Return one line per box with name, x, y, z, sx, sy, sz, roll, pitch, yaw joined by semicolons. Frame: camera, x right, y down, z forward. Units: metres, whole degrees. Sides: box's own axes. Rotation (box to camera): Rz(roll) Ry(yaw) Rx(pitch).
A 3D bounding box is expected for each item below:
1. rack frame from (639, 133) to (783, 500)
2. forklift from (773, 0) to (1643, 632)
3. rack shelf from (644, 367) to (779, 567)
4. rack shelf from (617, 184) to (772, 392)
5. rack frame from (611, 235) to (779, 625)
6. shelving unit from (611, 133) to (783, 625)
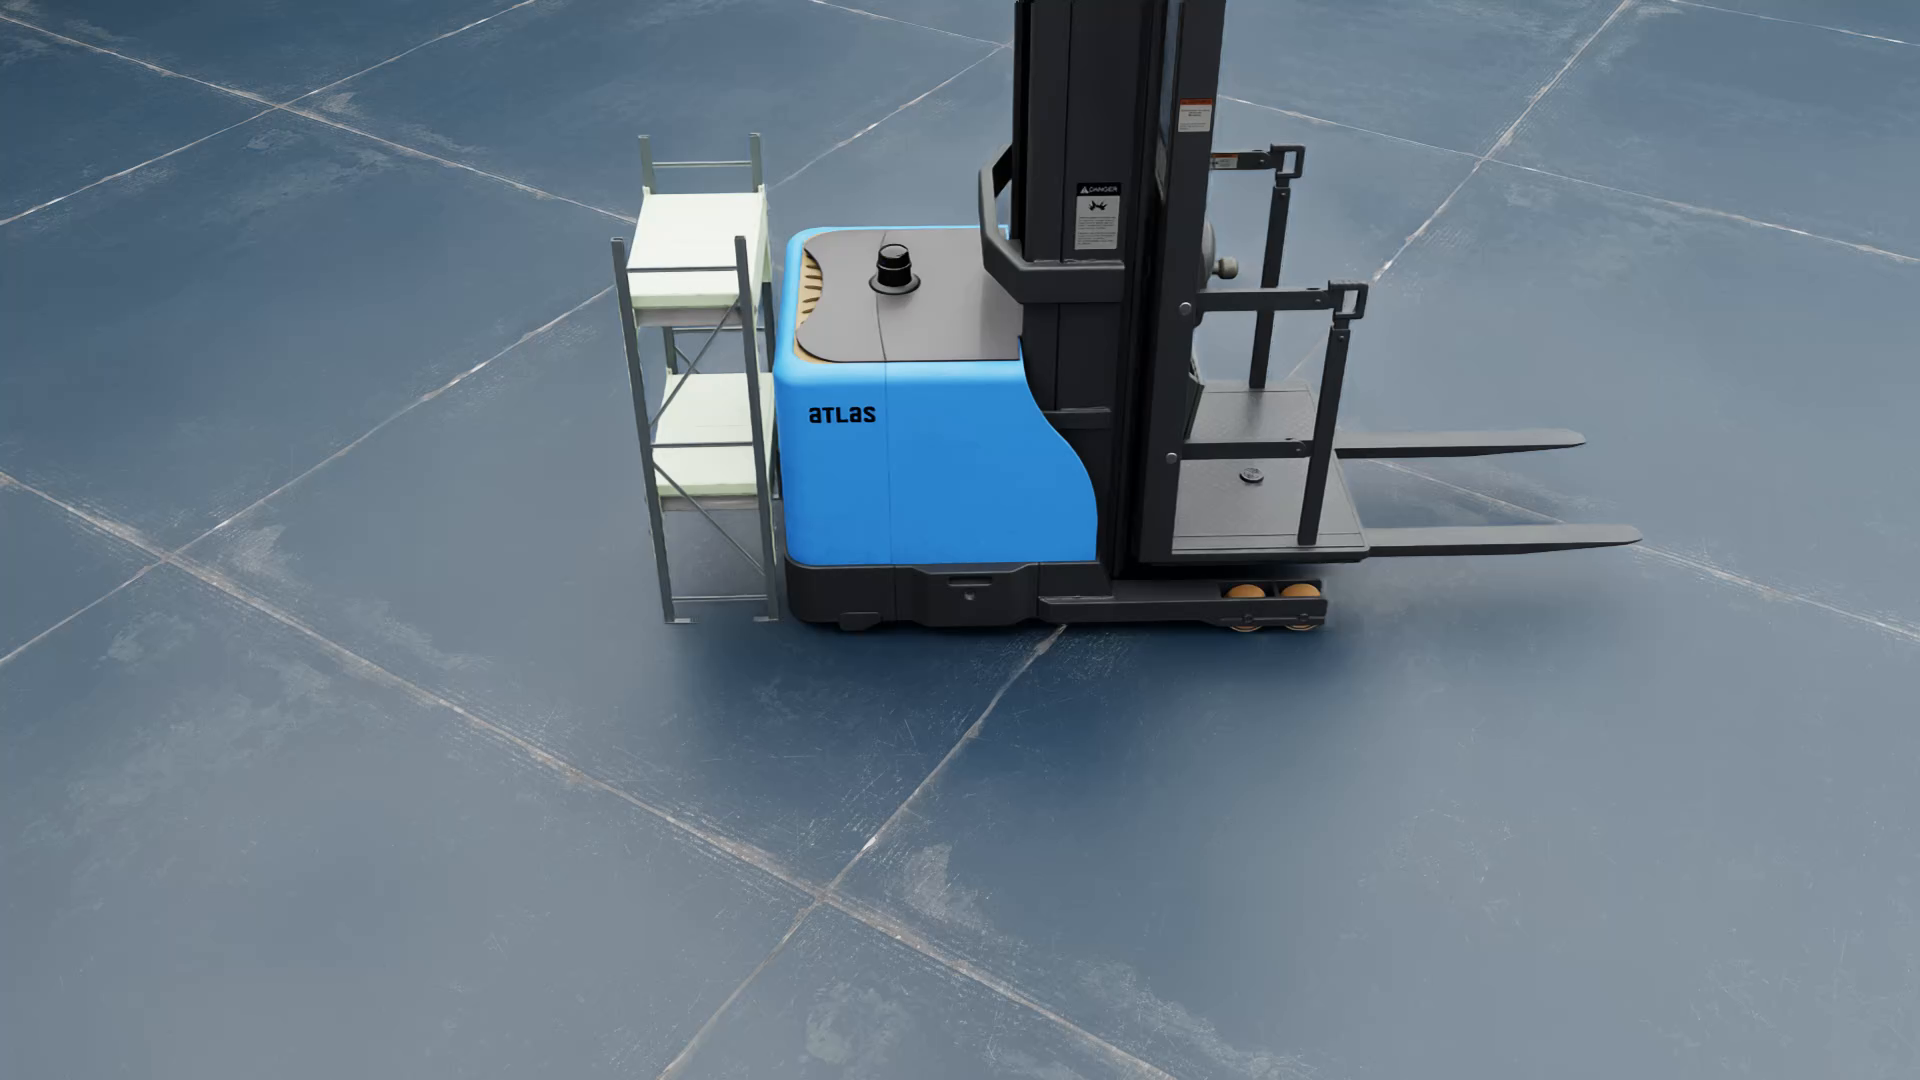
rack frame;-0.869;-0.754;5.999;0.400;1.500;0.023;-1;38;-2
forklift;0.897;-1.164;5.359;3.031;2.935;1.130;-1;38;-1
rack shelf;-0.855;-0.272;5.908;0.431;0.370;0.720;-1;38;-2
rack shelf;-0.855;-0.839;5.471;0.431;0.370;0.720;-1;38;-2
rack frame;-0.840;-0.307;5.420;0.400;1.500;0.023;-1;38;-2
shelving unit;-0.855;-0.530;5.709;0.431;1.500;0.755;-1;38;-2
